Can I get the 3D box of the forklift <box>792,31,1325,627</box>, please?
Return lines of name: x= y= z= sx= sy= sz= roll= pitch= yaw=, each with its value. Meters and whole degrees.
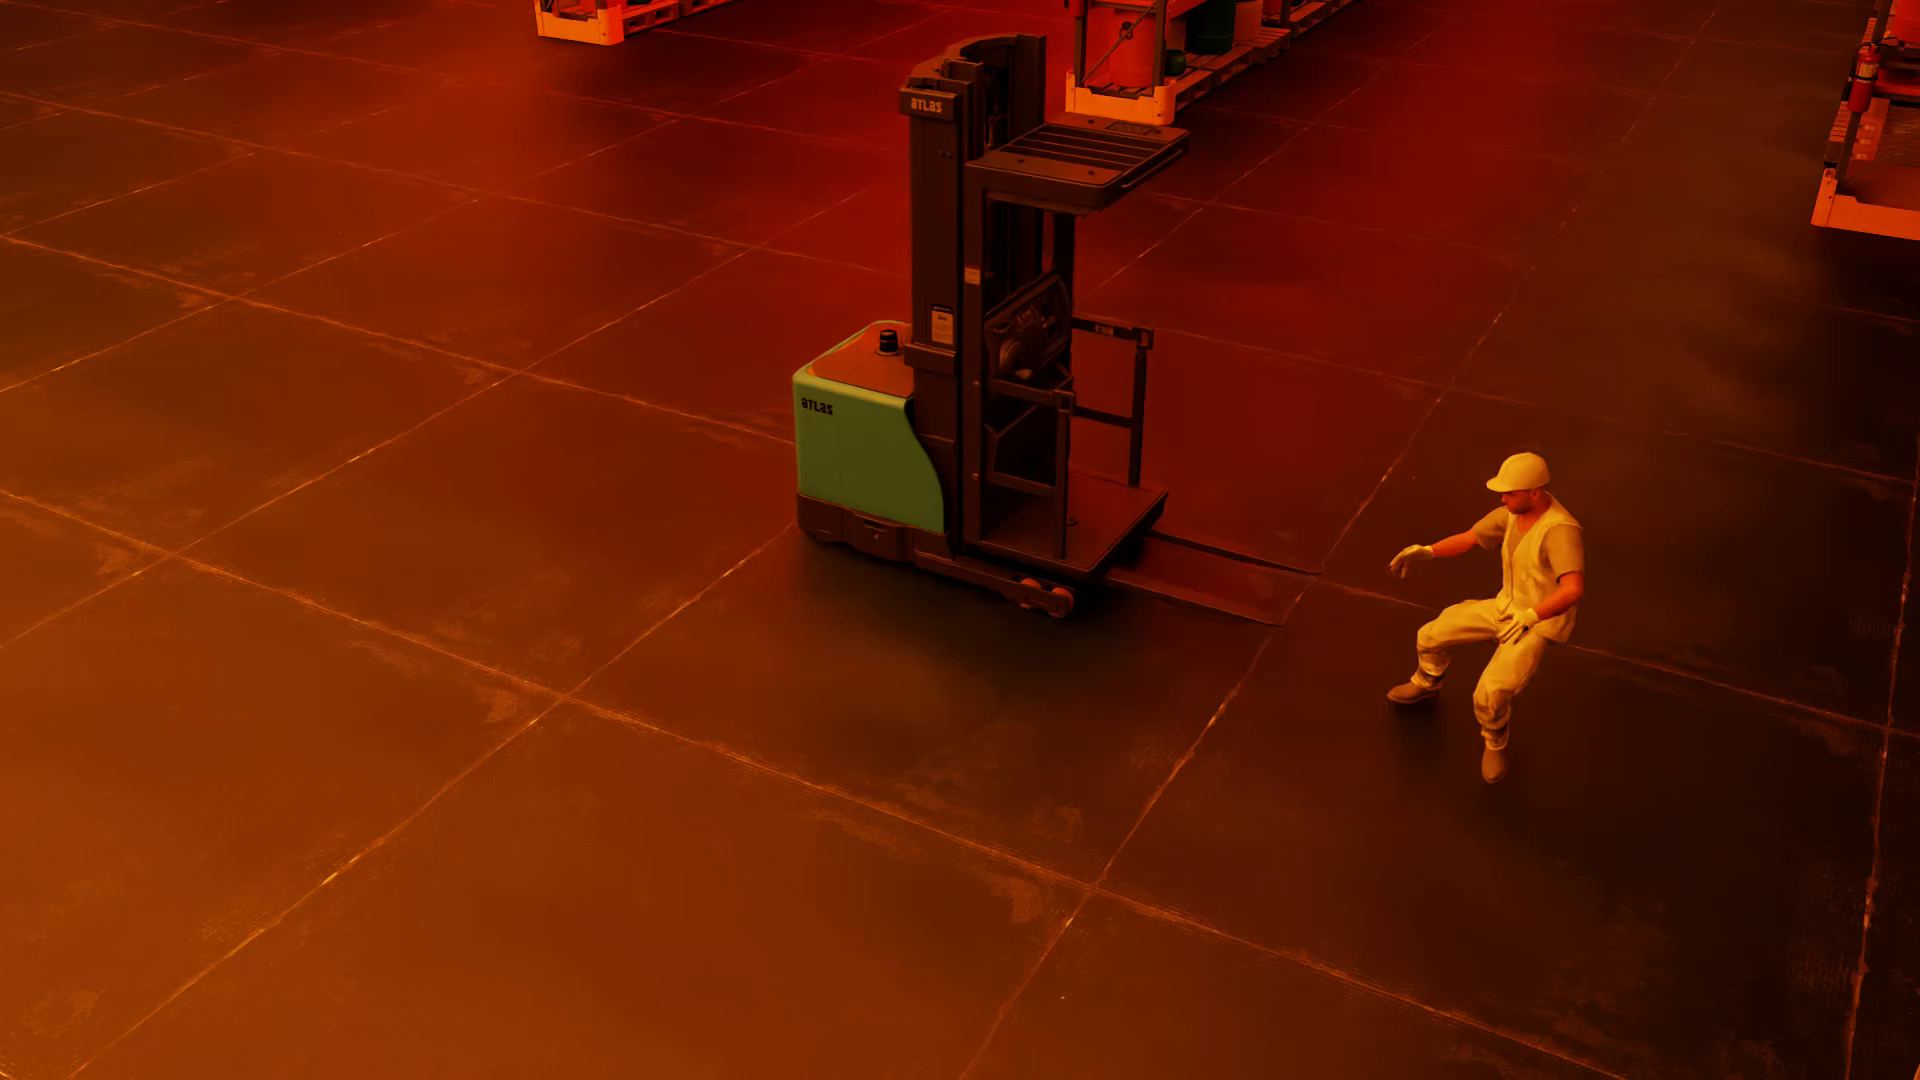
forklift: x=0.554 y=-1.140 z=9.046 sx=3.031 sy=2.935 sz=1.130 roll=16 pitch=34 yaw=25

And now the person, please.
person: x=2.480 y=0.338 z=7.807 sx=0.773 sy=1.541 sz=0.960 roll=-6 pitch=31 yaw=-10
